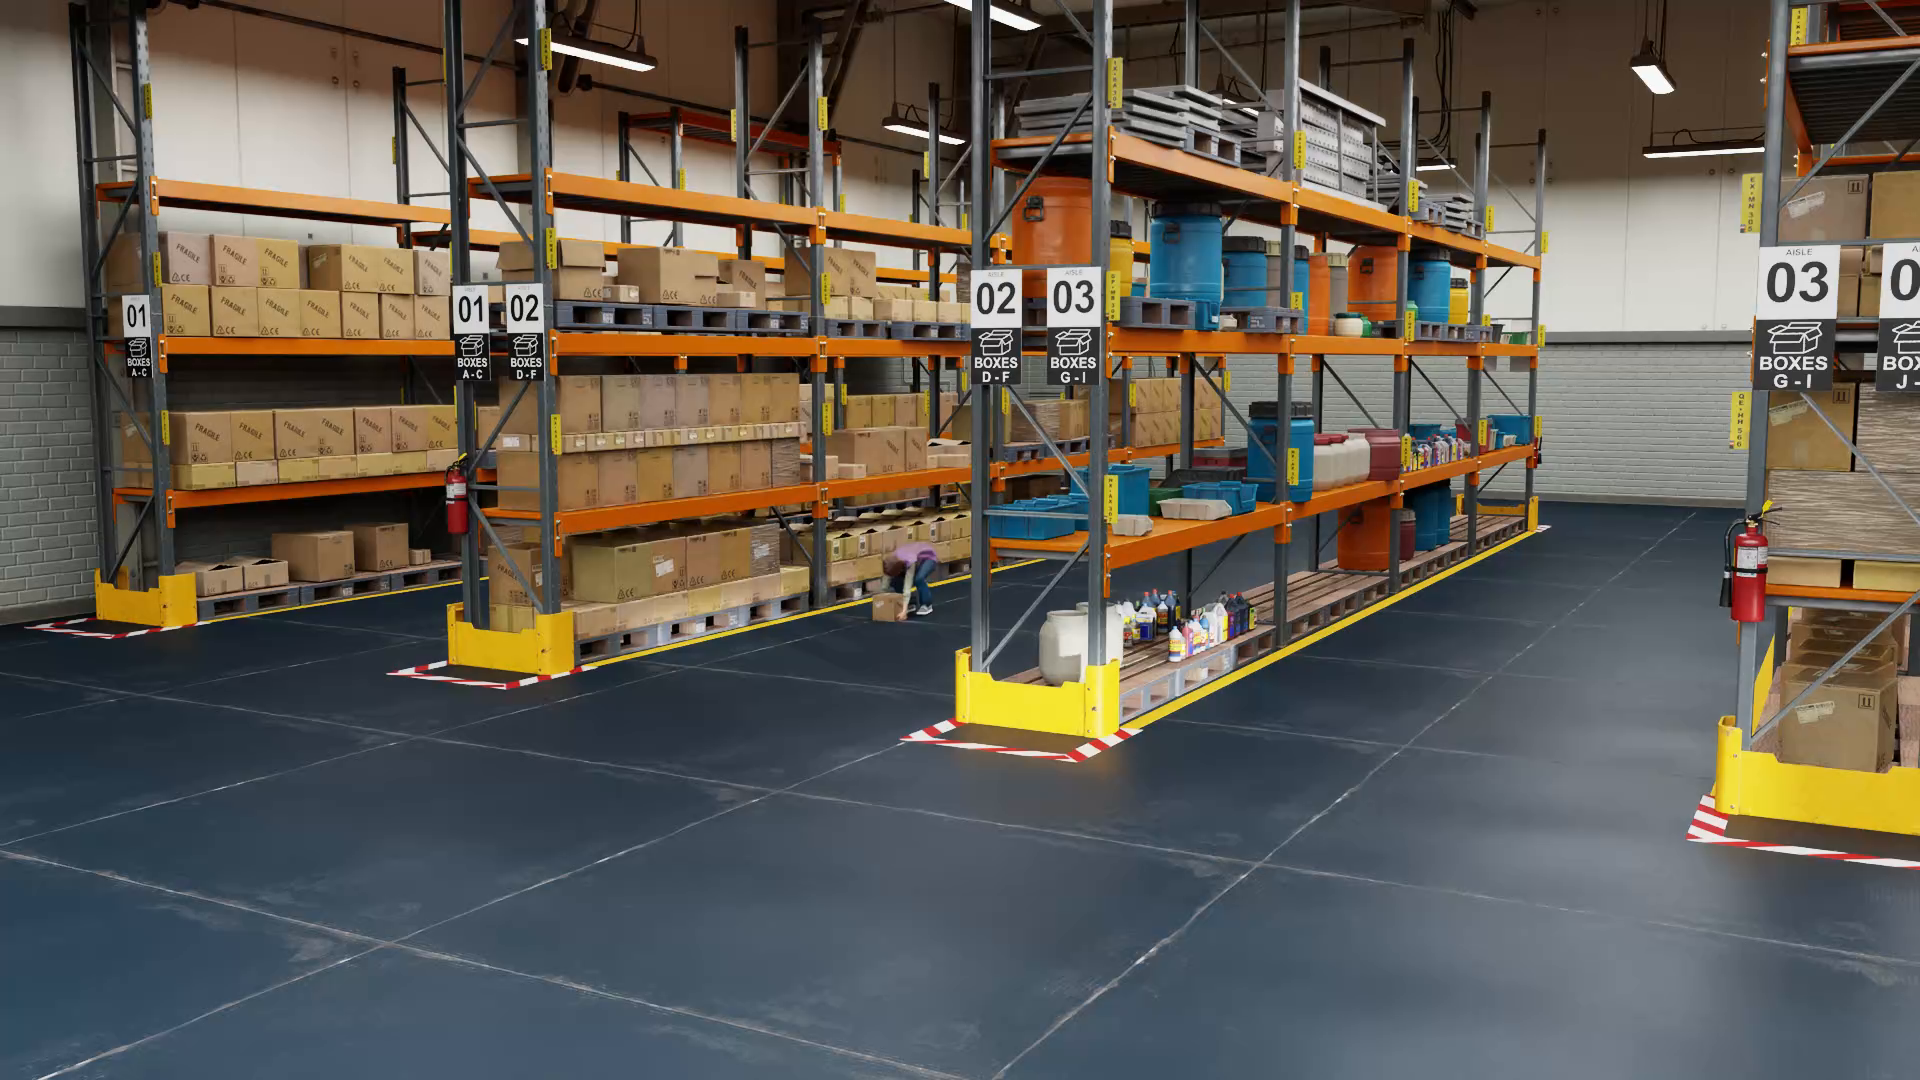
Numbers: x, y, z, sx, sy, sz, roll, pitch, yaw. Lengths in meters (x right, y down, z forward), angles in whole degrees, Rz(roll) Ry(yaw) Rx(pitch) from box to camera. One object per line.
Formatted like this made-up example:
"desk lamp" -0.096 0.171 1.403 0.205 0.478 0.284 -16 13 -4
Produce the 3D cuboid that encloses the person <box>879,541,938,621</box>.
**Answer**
"person" -0.530 0.407 16.866 0.427 0.761 0.872 4 7 30
